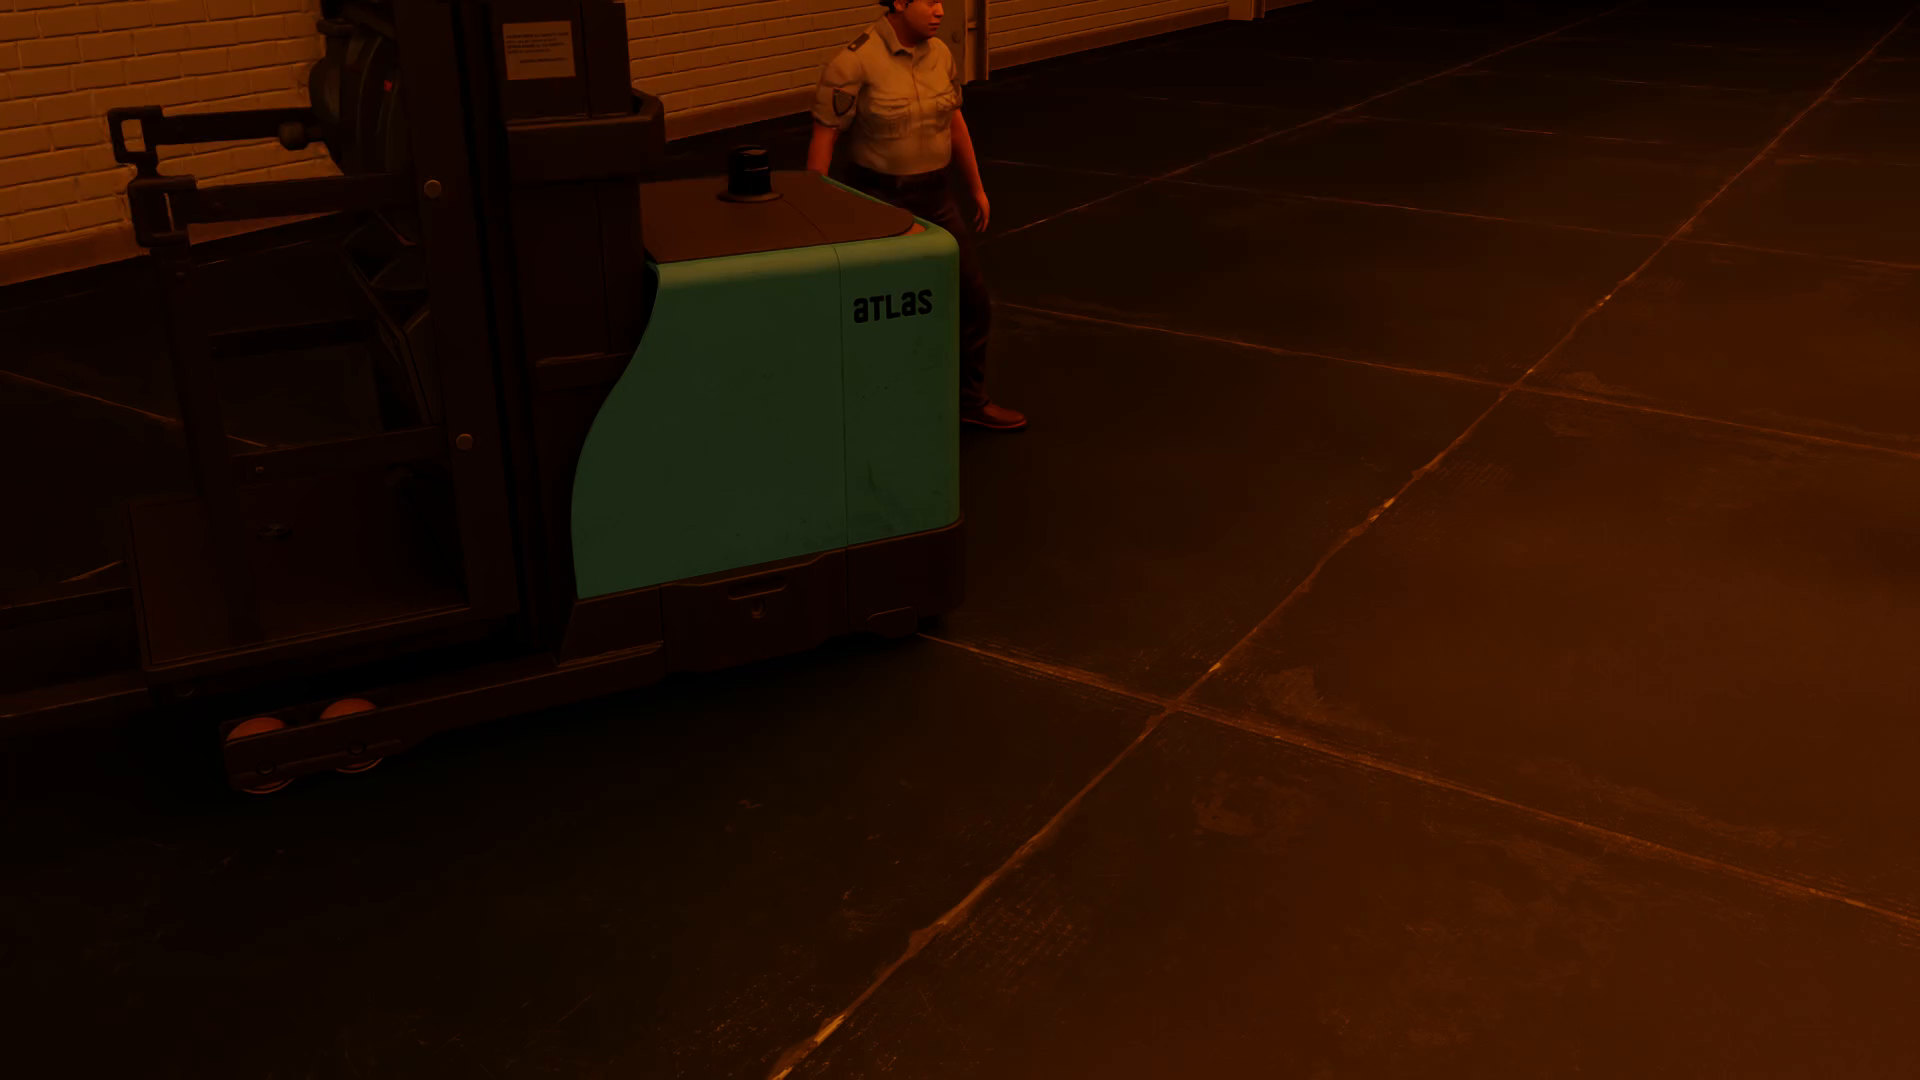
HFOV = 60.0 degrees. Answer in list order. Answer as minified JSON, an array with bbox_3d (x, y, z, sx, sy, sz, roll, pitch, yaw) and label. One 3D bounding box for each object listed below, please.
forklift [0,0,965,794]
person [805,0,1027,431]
[{"bbox_3d":[-1.536,-1.018,3.693,3.031,2.935,1.130,-11,26,-25],"label":"forklift"},{"bbox_3d":[-0.162,-1.102,5.563,0.796,1.618,0.377,-18,29,-36],"label":"person"}]
